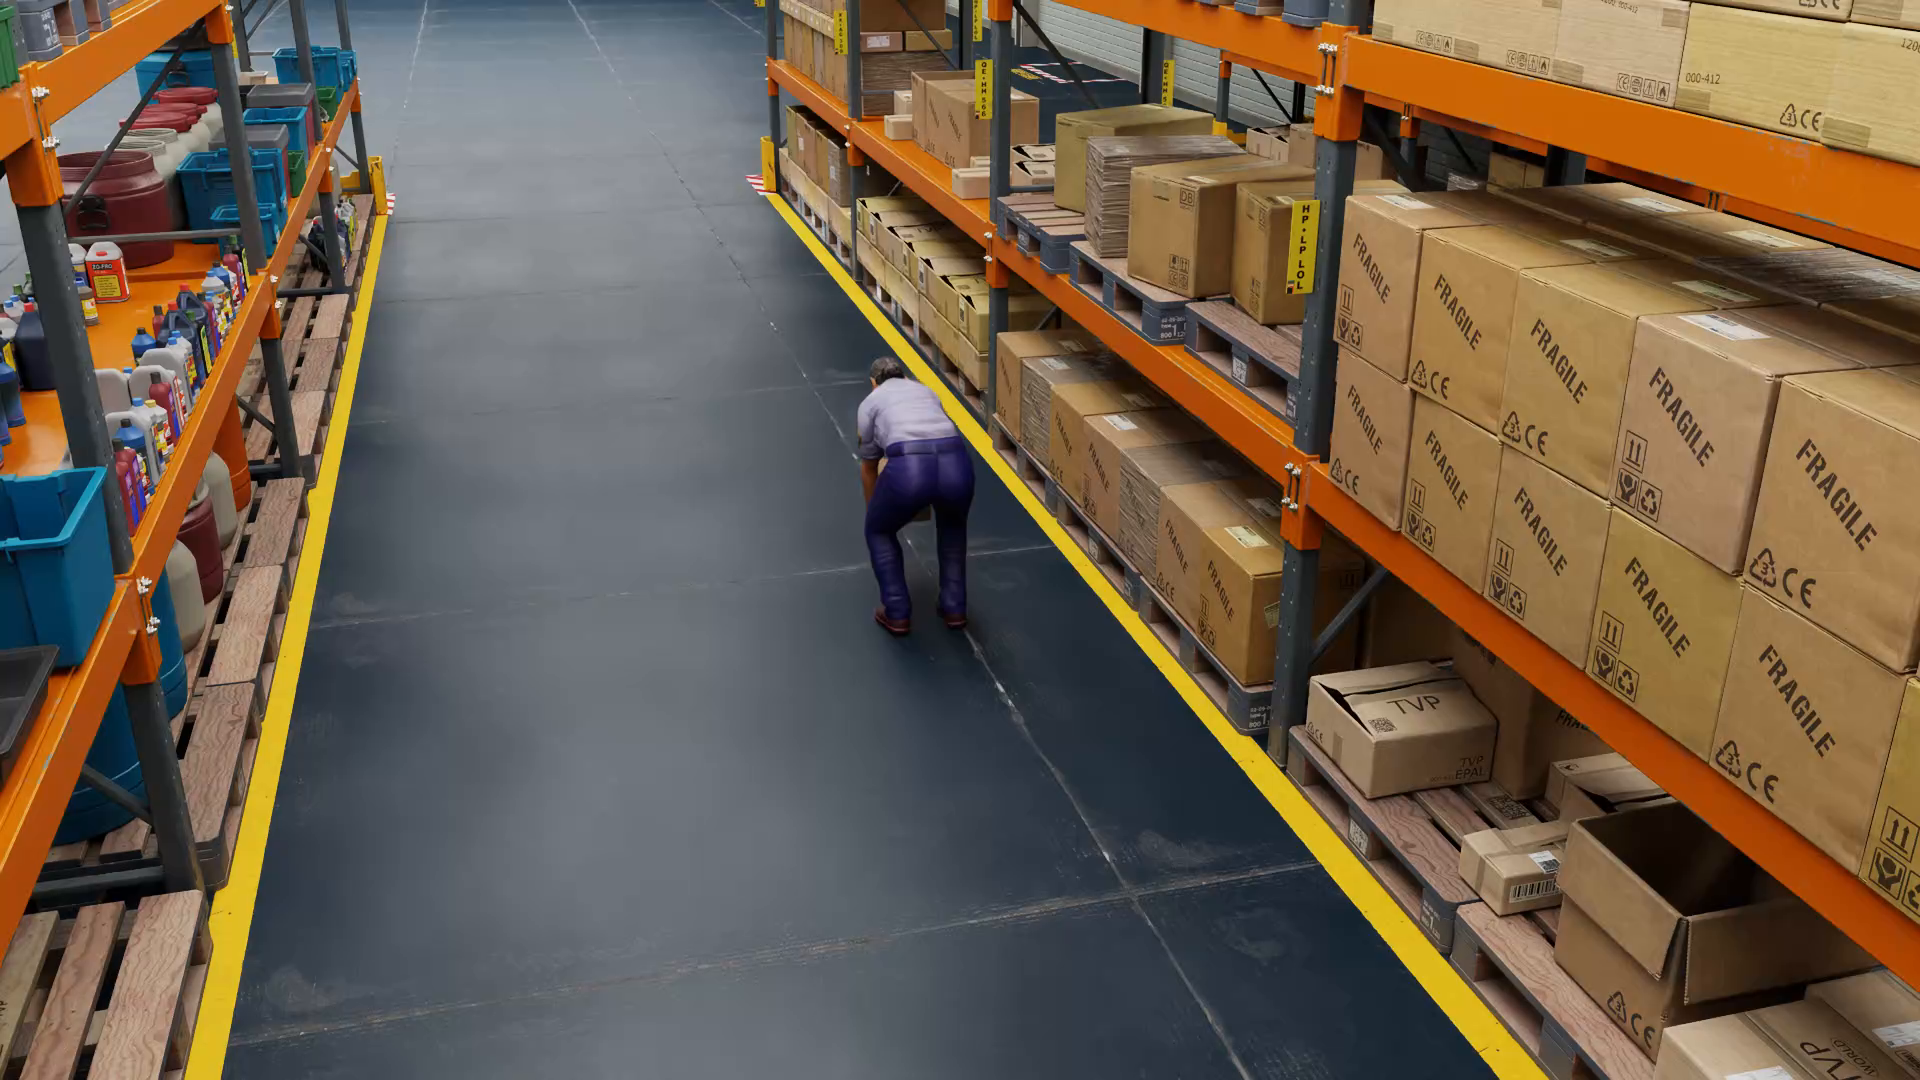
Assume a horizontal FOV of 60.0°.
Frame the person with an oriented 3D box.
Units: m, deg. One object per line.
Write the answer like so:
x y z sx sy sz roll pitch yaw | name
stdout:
-0.227 -0.208 7.749 0.491 1.147 0.873 -7 24 -17 | person
